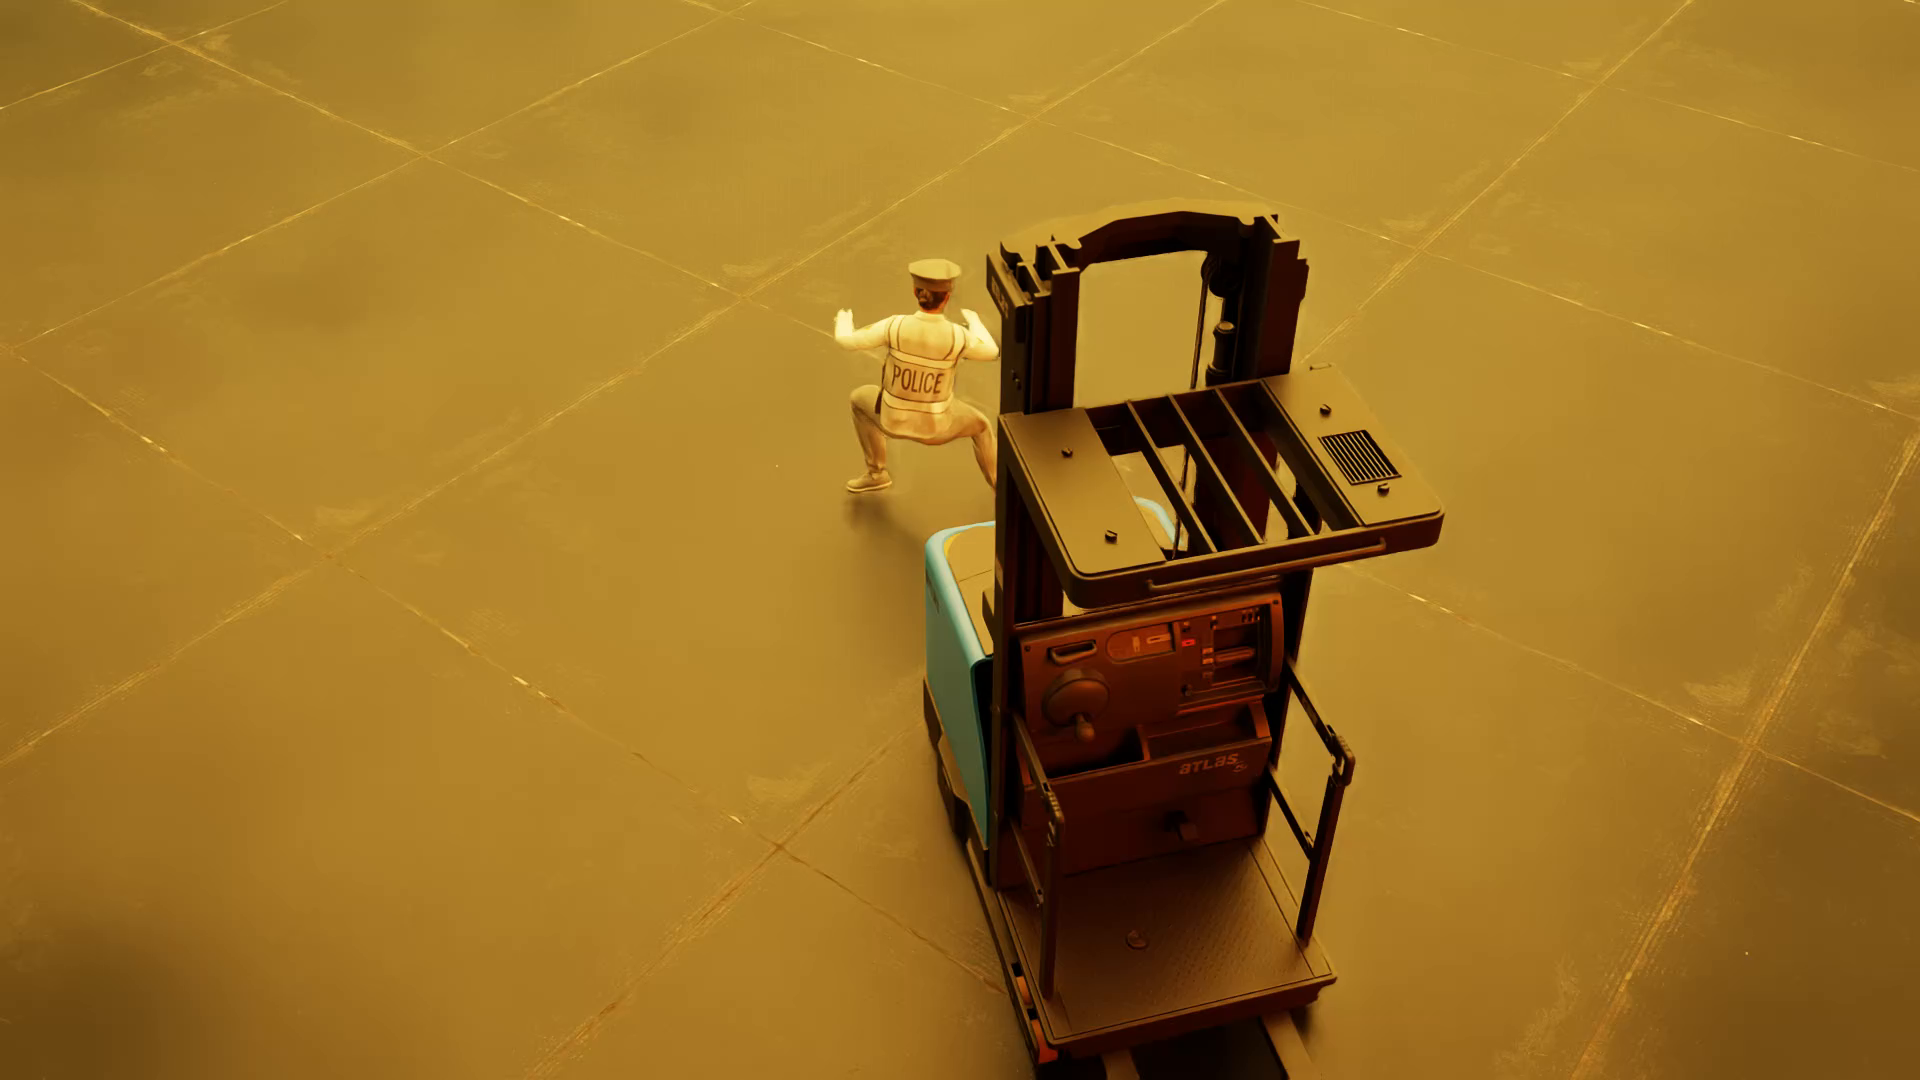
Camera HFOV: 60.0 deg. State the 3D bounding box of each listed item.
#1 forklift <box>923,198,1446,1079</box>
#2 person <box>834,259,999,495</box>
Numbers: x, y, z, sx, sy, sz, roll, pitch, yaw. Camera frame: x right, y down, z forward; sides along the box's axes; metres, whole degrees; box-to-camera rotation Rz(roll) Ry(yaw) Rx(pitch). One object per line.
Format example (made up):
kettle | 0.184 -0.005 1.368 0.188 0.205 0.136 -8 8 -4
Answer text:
forklift | 0.712 0.512 5.474 1.130 2.935 3.031 -10 41 -11
person | -0.171 -0.767 8.115 0.934 1.449 0.716 4 41 5
